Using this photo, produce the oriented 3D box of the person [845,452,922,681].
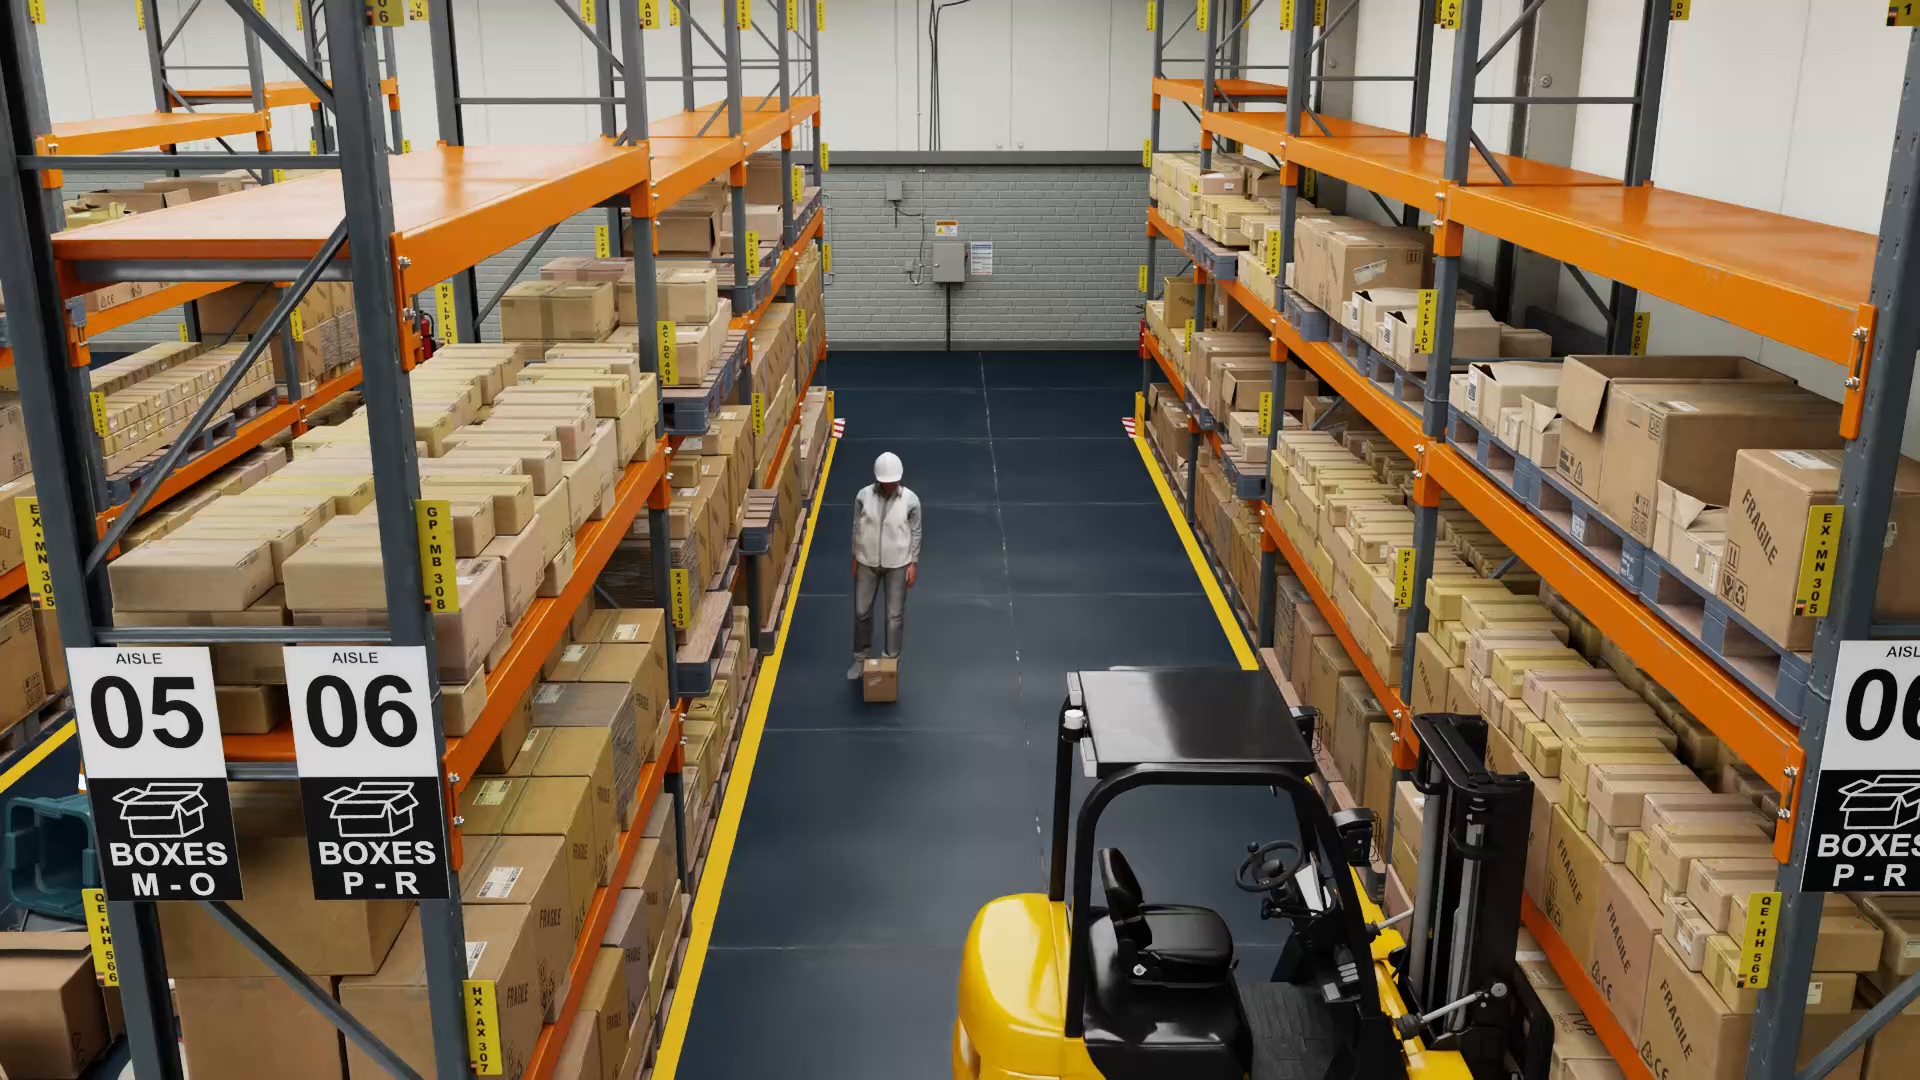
[{"bbox_3d":[-0.598,0.218,12.801,0.596,1.820,0.476,2,17,5],"label":"person"}]
